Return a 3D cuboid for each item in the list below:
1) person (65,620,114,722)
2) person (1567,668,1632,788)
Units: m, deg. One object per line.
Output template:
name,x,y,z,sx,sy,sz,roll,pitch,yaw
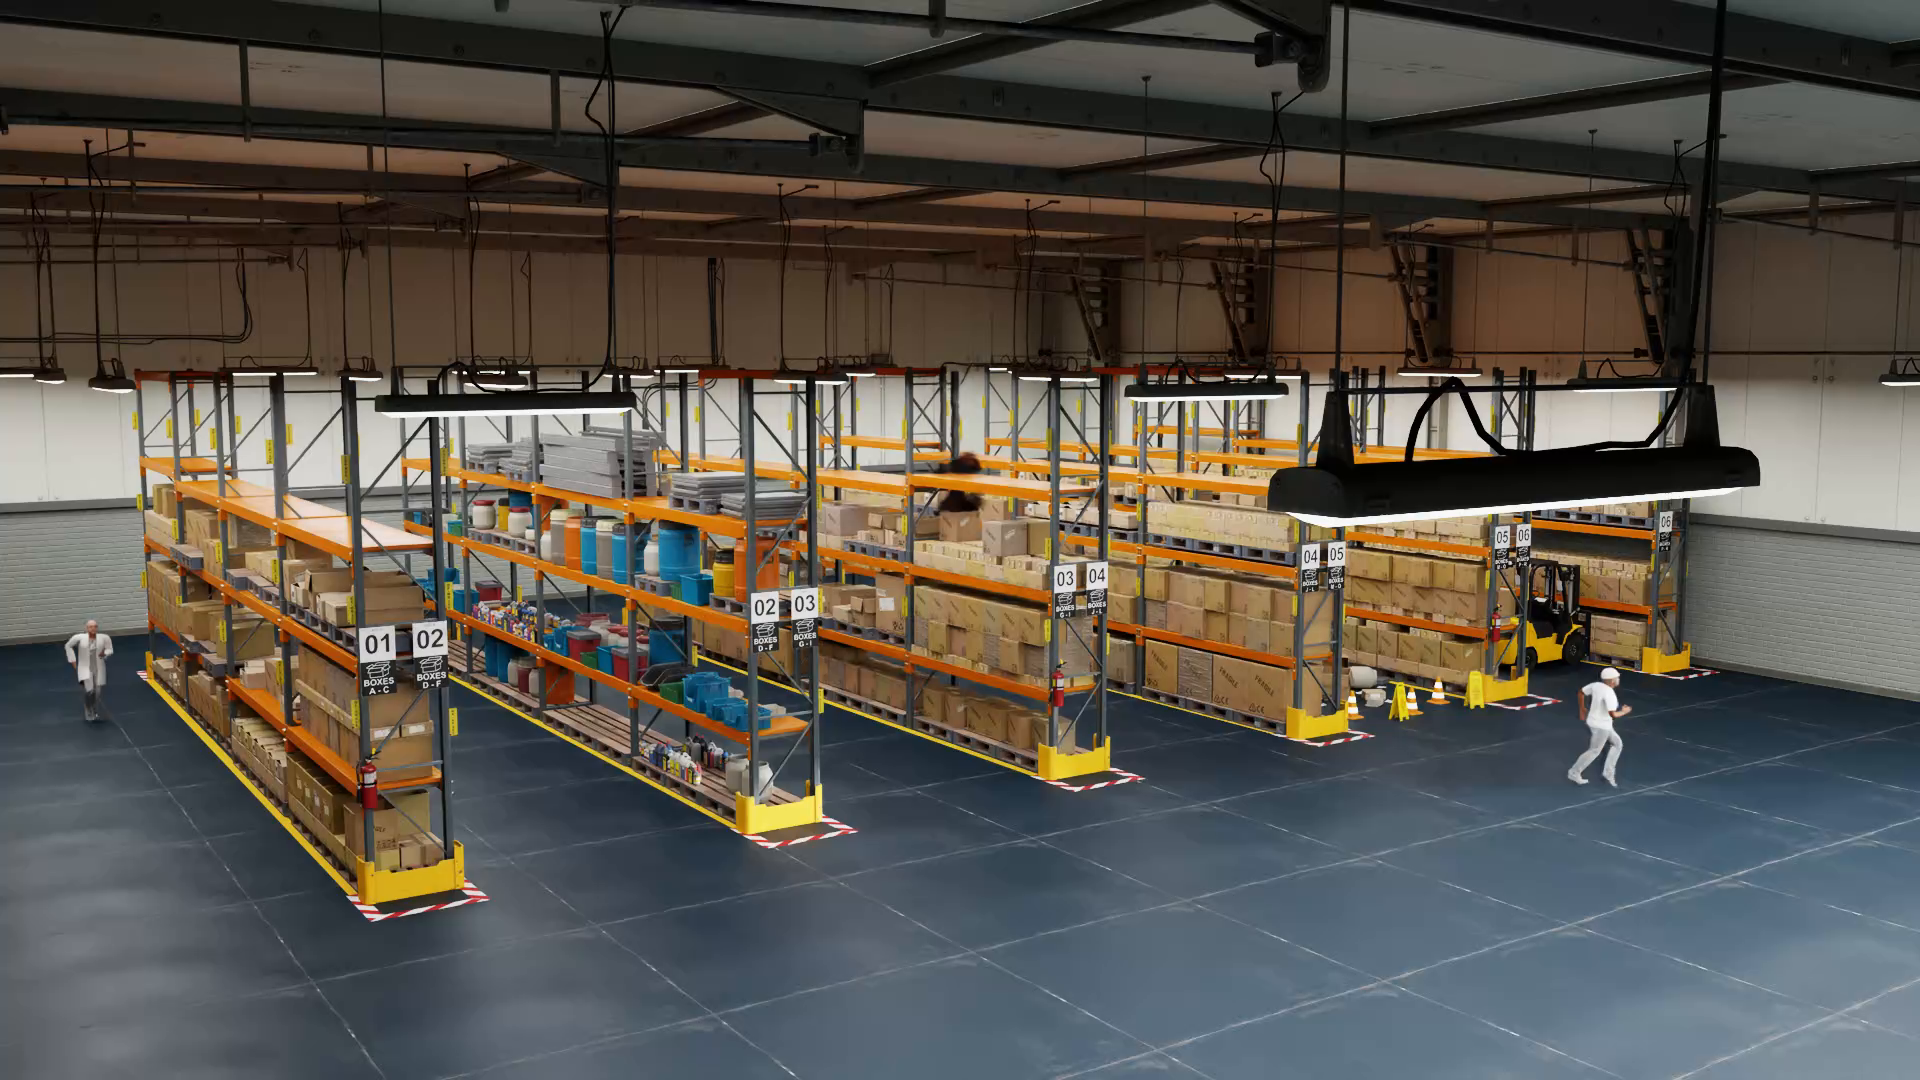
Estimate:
person,-14.881,2.246,28.502,0.691,1.762,0.799,-5,8,-40
person,9.295,2.740,24.184,0.839,1.791,0.728,1,6,5
